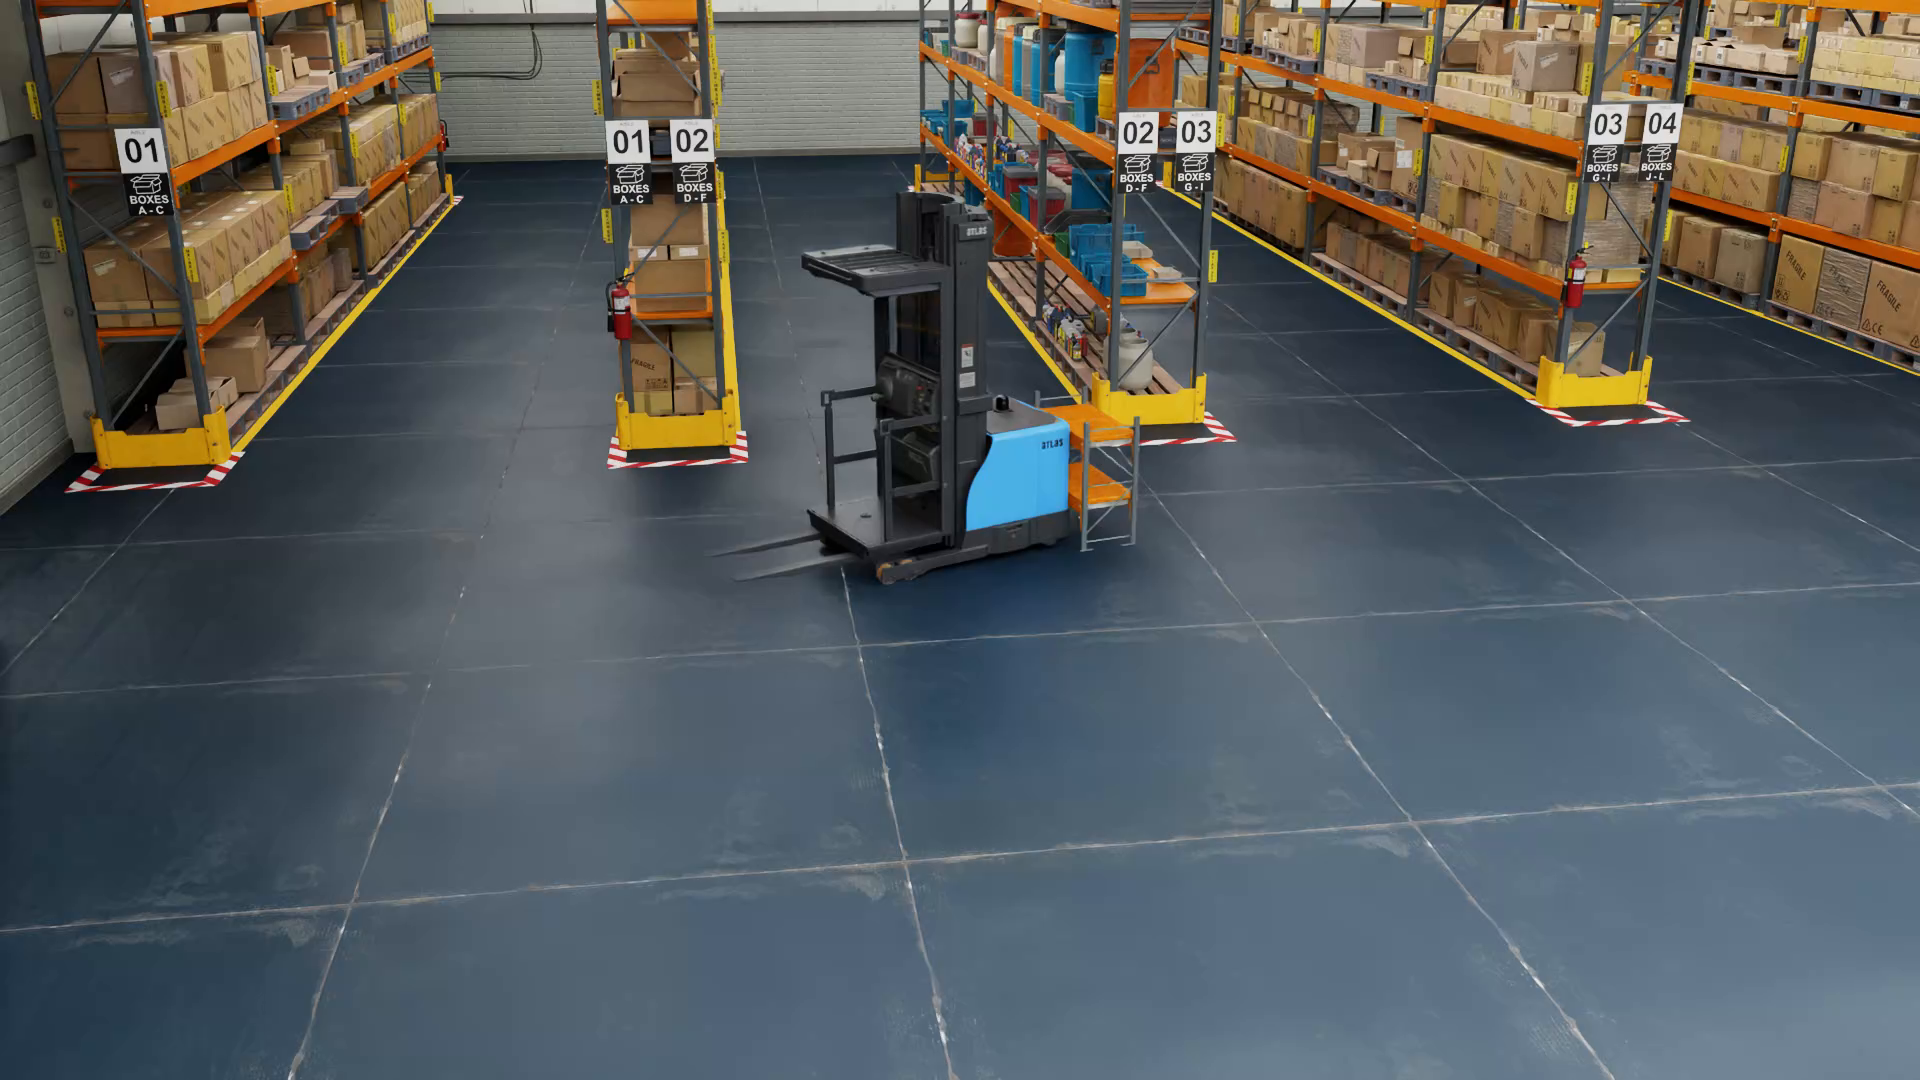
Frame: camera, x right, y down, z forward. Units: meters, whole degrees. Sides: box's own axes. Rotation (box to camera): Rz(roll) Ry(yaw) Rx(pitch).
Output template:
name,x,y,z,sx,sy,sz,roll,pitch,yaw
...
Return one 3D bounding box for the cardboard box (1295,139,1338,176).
name,x,y,z,sx,sy,sz,roll,pitch,yaw
cardboard box,5.474,-5.874,25.514,0.500,0.500,0.500,-2,21,-6

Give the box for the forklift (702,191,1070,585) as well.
name,x,y,z,sx,sy,sz,roll,pitch,yaw
forklift,-0.599,-1.225,13.307,3.031,2.935,1.130,-12,24,-29

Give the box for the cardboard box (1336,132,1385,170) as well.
name,x,y,z,sx,sy,sz,roll,pitch,yaw
cardboard box,5.908,-5.728,24.521,0.500,0.500,0.500,-6,21,-14

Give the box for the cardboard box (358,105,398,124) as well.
name,x,y,z,sx,sy,sz,roll,pitch,yaw
cardboard box,-9.171,-6.703,26.206,0.500,0.250,0.500,-2,21,-6

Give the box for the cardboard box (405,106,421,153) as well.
name,x,y,z,sx,sy,sz,roll,pitch,yaw
cardboard box,-9.653,-6.887,27.939,0.980,0.700,0.700,-3,21,-9

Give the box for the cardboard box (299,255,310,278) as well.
name,x,y,z,sx,sy,sz,roll,pitch,yaw
cardboard box,-8.606,-3.507,21.192,0.500,0.250,0.500,-4,21,-9

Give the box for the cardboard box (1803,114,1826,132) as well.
name,x,y,z,sx,sy,sz,roll,pitch,yaw
cardboard box,14.954,-7.196,28.696,0.500,0.250,0.500,-3,21,-7

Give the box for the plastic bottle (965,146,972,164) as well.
name,x,y,z,sx,sy,sz,roll,pitch,yaw
plastic bottle,0.169,-6.166,26.615,0.152,0.276,0.135,-3,21,-8

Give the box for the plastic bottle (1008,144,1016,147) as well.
name,x,y,z,sx,sy,sz,roll,pitch,yaw
plastic bottle,0.834,-6.278,26.916,0.152,0.276,0.135,-3,21,-8

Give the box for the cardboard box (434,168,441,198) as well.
name,x,y,z,sx,sy,sz,roll,pitch,yaw
cardboard box,-9.868,-6.478,30.246,0.700,0.500,0.500,-3,21,-8

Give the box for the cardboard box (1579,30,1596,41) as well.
name,x,y,z,sx,sy,sz,roll,pitch,yaw
cardboard box,10.226,-7.867,26.562,0.500,0.500,0.500,-3,21,-8

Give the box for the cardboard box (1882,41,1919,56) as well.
name,x,y,z,sx,sy,sz,roll,pitch,yaw
cardboard box,11.191,-5.820,19.701,0.380,0.149,0.250,-3,21,-8

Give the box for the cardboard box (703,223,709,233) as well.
name,x,y,z,sx,sy,sz,roll,pitch,yaw
cardboard box,-2.854,-3.256,17.576,0.380,0.149,0.250,-4,21,-10

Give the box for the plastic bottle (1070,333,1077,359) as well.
name,x,y,z,sx,sy,sz,roll,pitch,yaw
plastic bottle,1.309,-2.236,19.170,0.061,0.283,0.133,-2,21,-6

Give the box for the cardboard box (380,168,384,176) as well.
name,x,y,z,sx,sy,sz,roll,pitch,yaw
cardboard box,-9.022,-5.651,25.391,0.380,0.149,0.250,-3,21,-9

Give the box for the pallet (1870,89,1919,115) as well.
name,x,y,z,sx,sy,sz,roll,pitch,yaw
pallet,11.570,-5.158,19.578,1.003,0.211,1.213,-3,21,-8

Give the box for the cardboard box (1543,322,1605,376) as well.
name,x,y,z,sx,sy,sz,roll,pitch,yaw
cardboard box,6.870,-2.142,18.637,0.500,0.500,0.500,1,20,2

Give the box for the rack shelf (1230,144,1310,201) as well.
name,x,y,z,sx,sy,sz,roll,pitch,yaw
rack shelf,5.502,-6.025,27.088,1.077,0.370,4.000,-3,21,-8

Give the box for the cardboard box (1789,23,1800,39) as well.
name,x,y,z,sx,sy,sz,roll,pitch,yaw
cardboard box,14.746,-8.902,29.068,0.396,0.266,0.258,-3,21,-8

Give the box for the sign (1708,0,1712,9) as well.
name,x,y,z,sx,sy,sz,roll,pitch,yaw
sign,14.983,-10.744,33.256,0.100,0.325,0.005,-3,21,-8

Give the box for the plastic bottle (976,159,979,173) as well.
name,x,y,z,sx,sy,sz,roll,pitch,yaw
plastic bottle,0.293,-5.768,25.656,0.097,0.201,0.097,0,20,0

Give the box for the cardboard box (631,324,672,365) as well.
name,x,y,z,sx,sy,sz,roll,pitch,yaw
cardboard box,-3.390,-2.177,18.016,0.500,0.500,0.500,-3,21,-8

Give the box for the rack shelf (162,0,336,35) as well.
name,x,y,z,sx,sy,sz,roll,pitch,yaw
rack shelf,-8.626,-6.513,20.393,1.077,0.370,4.000,-3,21,-8

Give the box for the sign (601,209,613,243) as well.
name,x,y,z,sx,sy,sz,roll,pitch,yaw
sign,-3.399,-3.032,16.053,0.100,0.325,0.005,-3,21,-8

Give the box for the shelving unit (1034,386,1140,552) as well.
name,x,y,z,sx,sy,sz,roll,pitch,yaw
shelving unit,1.067,-0.630,14.296,0.538,1.125,1.048,-8,22,-20

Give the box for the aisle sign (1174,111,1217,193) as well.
name,x,y,z,sx,sy,sz,roll,pitch,yaw
aisle sign,2.343,-3.857,16.541,0.394,0.787,0.004,-3,21,-8

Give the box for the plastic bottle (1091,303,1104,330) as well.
name,x,y,z,sx,sy,sz,roll,pitch,yaw
plastic bottle,1.701,-2.784,20.540,0.144,0.351,0.185,-3,21,-8

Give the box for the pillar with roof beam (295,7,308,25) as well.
name,x,y,z,sx,sy,sz,roll,pitch,yaw
pillar with roof beam,-6.188,-9.531,26.873,9.100,9.000,0.400,-3,21,-8

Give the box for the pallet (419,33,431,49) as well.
name,x,y,z,sx,sy,sz,roll,pitch,yaw
pallet,-9.950,-8.797,29.321,1.003,0.211,1.213,-3,21,-8

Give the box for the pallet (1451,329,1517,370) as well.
name,x,y,z,sx,sy,sz,roll,pitch,yaw
pallet,6.678,-2.324,20.136,1.003,0.211,1.213,-3,21,-8

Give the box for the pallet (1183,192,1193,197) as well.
name,x,y,z,sx,sy,sz,roll,pitch,yaw
pallet,4.830,-6.860,32.281,1.003,0.211,1.213,-3,21,-8

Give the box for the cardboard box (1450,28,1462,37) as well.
name,x,y,z,sx,sy,sz,roll,pitch,yaw
cardboard box,9.530,-9.460,31.186,0.500,0.250,0.500,-4,21,-10

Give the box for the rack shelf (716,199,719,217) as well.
name,x,y,z,sx,sy,sz,roll,pitch,yaw
rack shelf,-3.725,-4.141,22.045,1.077,0.370,4.000,-3,21,-8

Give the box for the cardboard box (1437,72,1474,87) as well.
name,x,y,z,sx,sy,sz,roll,pitch,yaw
cardboard box,6.109,-5.678,20.488,0.380,0.149,0.250,-4,21,-9

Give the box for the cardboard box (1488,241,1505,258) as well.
name,x,y,z,sx,sy,sz,roll,pitch,yaw
cardboard box,6.378,-3.384,19.348,0.380,0.149,0.250,-3,21,-8

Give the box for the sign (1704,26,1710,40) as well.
name,x,y,z,sx,sy,sz,roll,pitch,yaw
sign,11.264,-7.594,25.122,0.100,0.325,0.005,-3,21,-8

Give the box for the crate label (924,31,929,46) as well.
name,x,y,z,sx,sy,sz,roll,pitch,yaw
crate label,-0.451,-9.189,30.457,0.408,0.251,0.502,-3,21,-8

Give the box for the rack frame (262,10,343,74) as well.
name,x,y,z,sx,sy,sz,roll,pitch,yaw
rack frame,-8.914,-7.730,22.051,1.000,3.000,0.127,-3,21,-8

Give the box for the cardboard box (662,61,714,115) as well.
name,x,y,z,sx,sy,sz,roll,pitch,yaw
cardboard box,-2.829,-4.704,17.293,0.500,0.500,0.500,-3,21,-8

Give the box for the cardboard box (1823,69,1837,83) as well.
name,x,y,z,sx,sy,sz,roll,pitch,yaw
cardboard box,11.045,-5.798,20.781,0.380,0.149,0.250,-3,21,-8

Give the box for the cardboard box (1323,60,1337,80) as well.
name,x,y,z,sx,sy,sz,roll,pitch,yaw
cardboard box,5.606,-6.828,24.139,0.500,0.250,0.500,-3,21,-7

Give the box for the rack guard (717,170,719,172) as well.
name,x,y,z,sx,sy,sz,roll,pitch,yaw
rack guard,-5.155,-6.743,31.556,1.175,0.500,0.348,-3,21,-8

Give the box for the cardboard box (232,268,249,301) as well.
name,x,y,z,sx,sy,sz,roll,pitch,yaw
cardboard box,-7.674,-2.630,17.155,0.500,0.250,0.500,-3,21,-9

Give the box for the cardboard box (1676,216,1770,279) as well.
name,x,y,z,sx,sy,sz,roll,pitch,yaw
cardboard box,10.976,-4.187,23.754,1.050,0.750,0.750,-3,21,-8

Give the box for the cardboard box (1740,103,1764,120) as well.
name,x,y,z,sx,sy,sz,roll,pitch,yaw
cardboard box,14.701,-7.748,30.532,0.500,0.500,0.500,-3,21,-7

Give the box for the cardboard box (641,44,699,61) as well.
name,x,y,z,sx,sy,sz,roll,pitch,yaw
cardboard box,-4.109,-6.772,23.631,0.910,0.500,0.500,-3,21,-8

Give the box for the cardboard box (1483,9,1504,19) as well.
name,x,y,z,sx,sy,sz,roll,pitch,yaw
cardboard box,9.663,-9.480,29.954,0.380,0.149,0.250,-4,21,-10

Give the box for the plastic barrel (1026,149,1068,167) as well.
name,x,y,z,sx,sy,sz,roll,pitch,yaw
plastic barrel,1.256,-5.338,24.026,0.600,0.536,0.708,-3,21,-8

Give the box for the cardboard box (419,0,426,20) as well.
name,x,y,z,sx,sy,sz,roll,pitch,yaw
cardboard box,-9.692,-9.380,29.155,0.500,0.500,0.500,-3,21,-8

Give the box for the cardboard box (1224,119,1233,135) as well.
name,x,y,z,sx,sy,sz,roll,pitch,yaw
cardboard box,4.890,-7.263,29.164,0.500,0.250,0.500,-3,21,-9

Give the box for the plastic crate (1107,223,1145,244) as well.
name,x,y,z,sx,sy,sz,roll,pitch,yaw
plastic crate,1.894,-3.595,19.768,0.499,0.251,0.616,-3,21,-8

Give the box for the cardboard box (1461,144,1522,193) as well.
name,x,y,z,sx,sy,sz,roll,pitch,yaw
cardboard box,6.325,-4.424,19.777,0.500,0.500,0.500,-3,21,-8

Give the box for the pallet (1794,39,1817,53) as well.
name,x,y,z,sx,sy,sz,roll,pitch,yaw
pallet,15.201,-8.554,28.819,0.805,0.209,1.217,-4,21,-10

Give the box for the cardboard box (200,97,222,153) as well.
name,x,y,z,sx,sy,sz,roll,pitch,yaw
cardboard box,-7.683,-4.107,16.466,0.500,0.500,0.500,-2,21,-5
